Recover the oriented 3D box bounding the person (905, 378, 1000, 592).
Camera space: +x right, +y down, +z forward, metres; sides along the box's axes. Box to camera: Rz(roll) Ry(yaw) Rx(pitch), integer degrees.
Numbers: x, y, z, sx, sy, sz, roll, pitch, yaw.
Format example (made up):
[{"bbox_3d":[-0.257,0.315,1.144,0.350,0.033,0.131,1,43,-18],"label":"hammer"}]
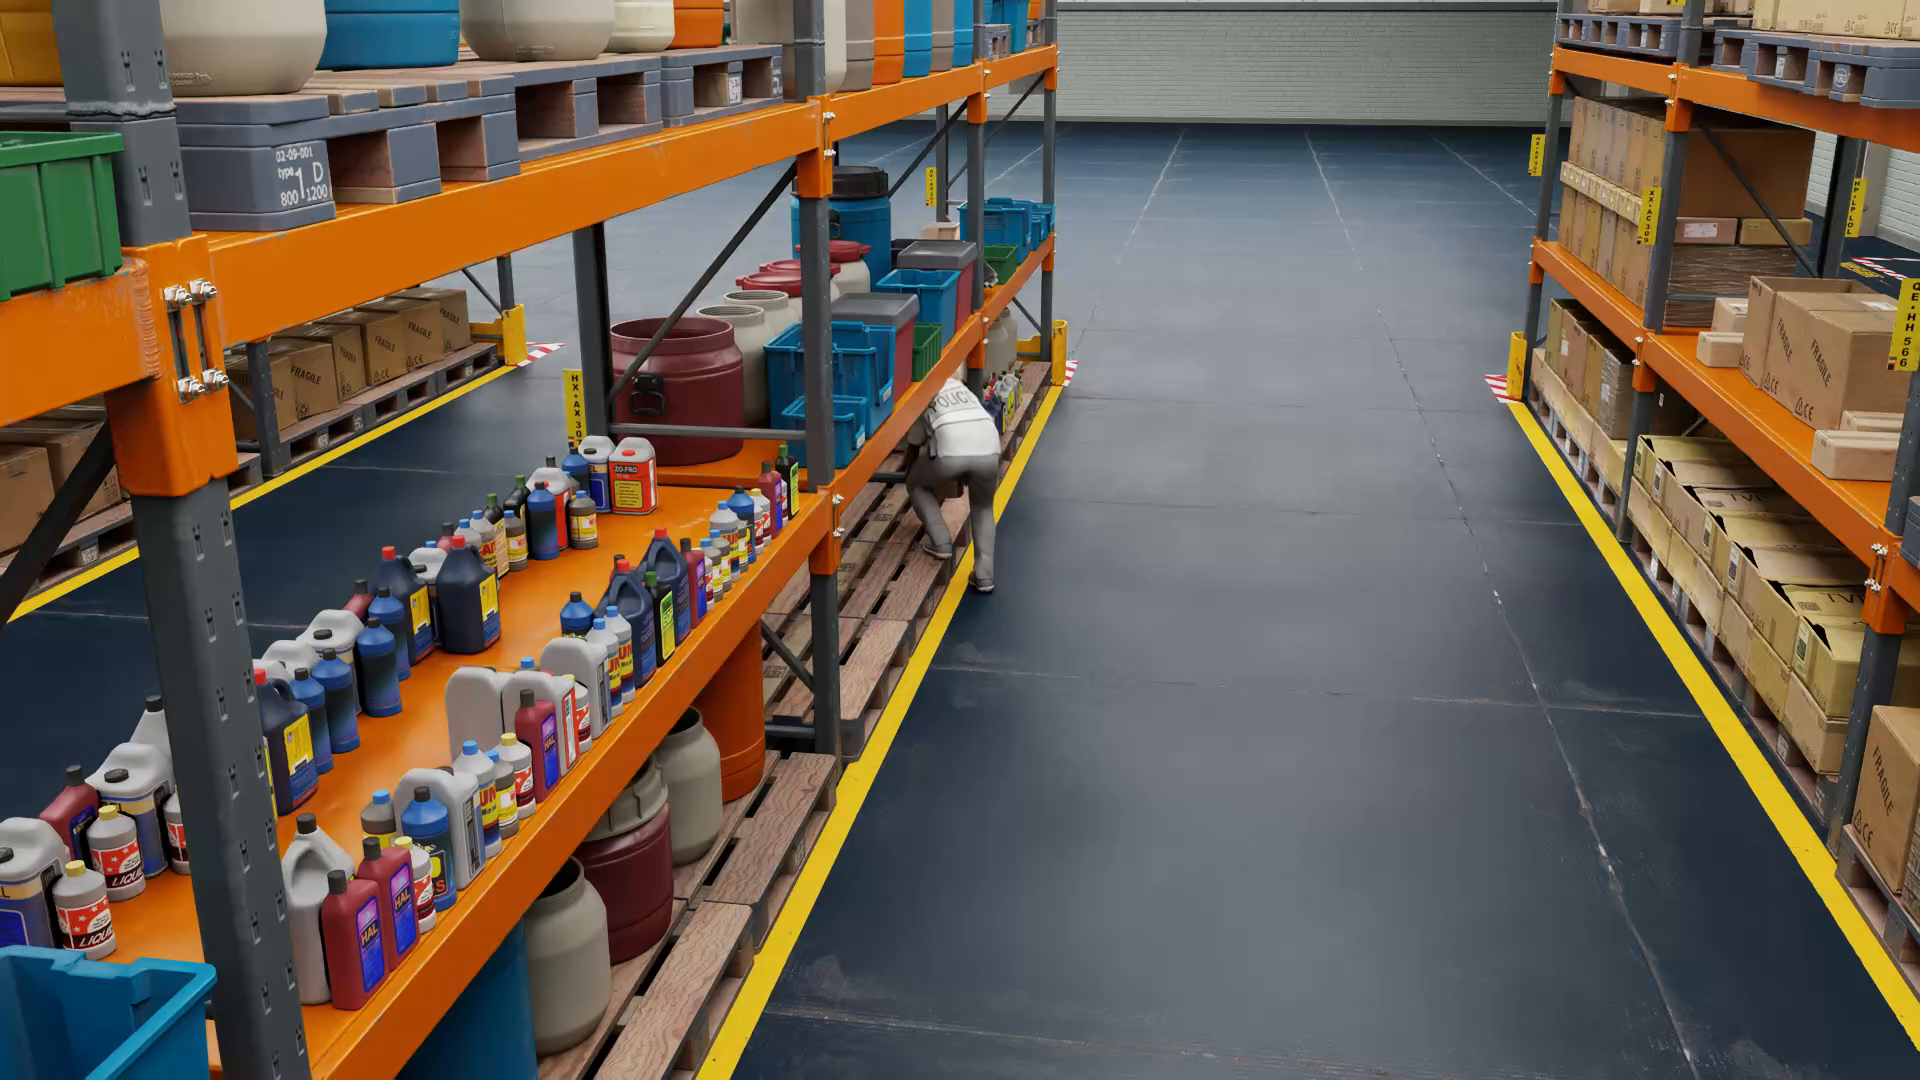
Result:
[{"bbox_3d":[-0.072,-0.378,9.381,0.464,1.256,0.893,-6,19,-17],"label":"person"}]
